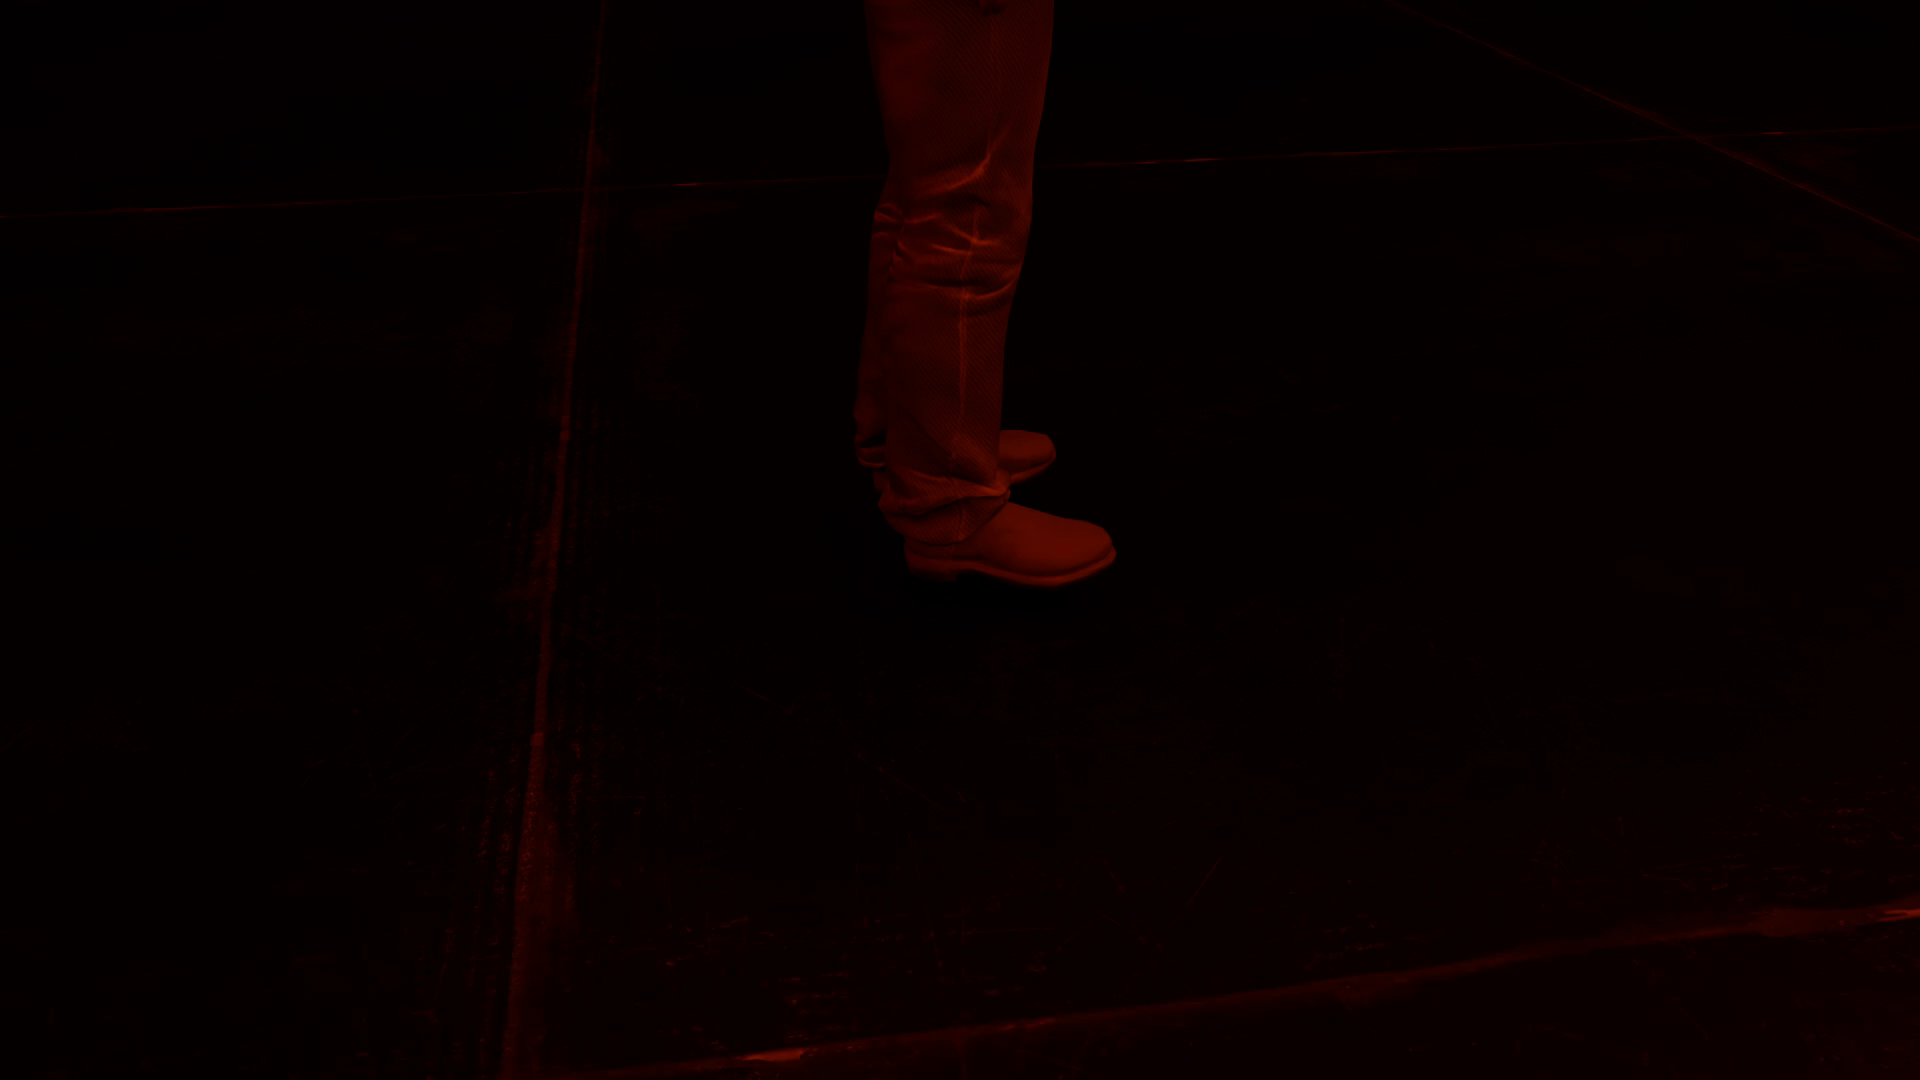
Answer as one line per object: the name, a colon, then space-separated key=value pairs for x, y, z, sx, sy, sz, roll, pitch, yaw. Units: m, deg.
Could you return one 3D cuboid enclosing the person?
person: x=-0.002 y=-0.822 z=2.074 sx=0.373 sy=1.775 sz=0.525 roll=-5 pitch=28 yaw=-9
